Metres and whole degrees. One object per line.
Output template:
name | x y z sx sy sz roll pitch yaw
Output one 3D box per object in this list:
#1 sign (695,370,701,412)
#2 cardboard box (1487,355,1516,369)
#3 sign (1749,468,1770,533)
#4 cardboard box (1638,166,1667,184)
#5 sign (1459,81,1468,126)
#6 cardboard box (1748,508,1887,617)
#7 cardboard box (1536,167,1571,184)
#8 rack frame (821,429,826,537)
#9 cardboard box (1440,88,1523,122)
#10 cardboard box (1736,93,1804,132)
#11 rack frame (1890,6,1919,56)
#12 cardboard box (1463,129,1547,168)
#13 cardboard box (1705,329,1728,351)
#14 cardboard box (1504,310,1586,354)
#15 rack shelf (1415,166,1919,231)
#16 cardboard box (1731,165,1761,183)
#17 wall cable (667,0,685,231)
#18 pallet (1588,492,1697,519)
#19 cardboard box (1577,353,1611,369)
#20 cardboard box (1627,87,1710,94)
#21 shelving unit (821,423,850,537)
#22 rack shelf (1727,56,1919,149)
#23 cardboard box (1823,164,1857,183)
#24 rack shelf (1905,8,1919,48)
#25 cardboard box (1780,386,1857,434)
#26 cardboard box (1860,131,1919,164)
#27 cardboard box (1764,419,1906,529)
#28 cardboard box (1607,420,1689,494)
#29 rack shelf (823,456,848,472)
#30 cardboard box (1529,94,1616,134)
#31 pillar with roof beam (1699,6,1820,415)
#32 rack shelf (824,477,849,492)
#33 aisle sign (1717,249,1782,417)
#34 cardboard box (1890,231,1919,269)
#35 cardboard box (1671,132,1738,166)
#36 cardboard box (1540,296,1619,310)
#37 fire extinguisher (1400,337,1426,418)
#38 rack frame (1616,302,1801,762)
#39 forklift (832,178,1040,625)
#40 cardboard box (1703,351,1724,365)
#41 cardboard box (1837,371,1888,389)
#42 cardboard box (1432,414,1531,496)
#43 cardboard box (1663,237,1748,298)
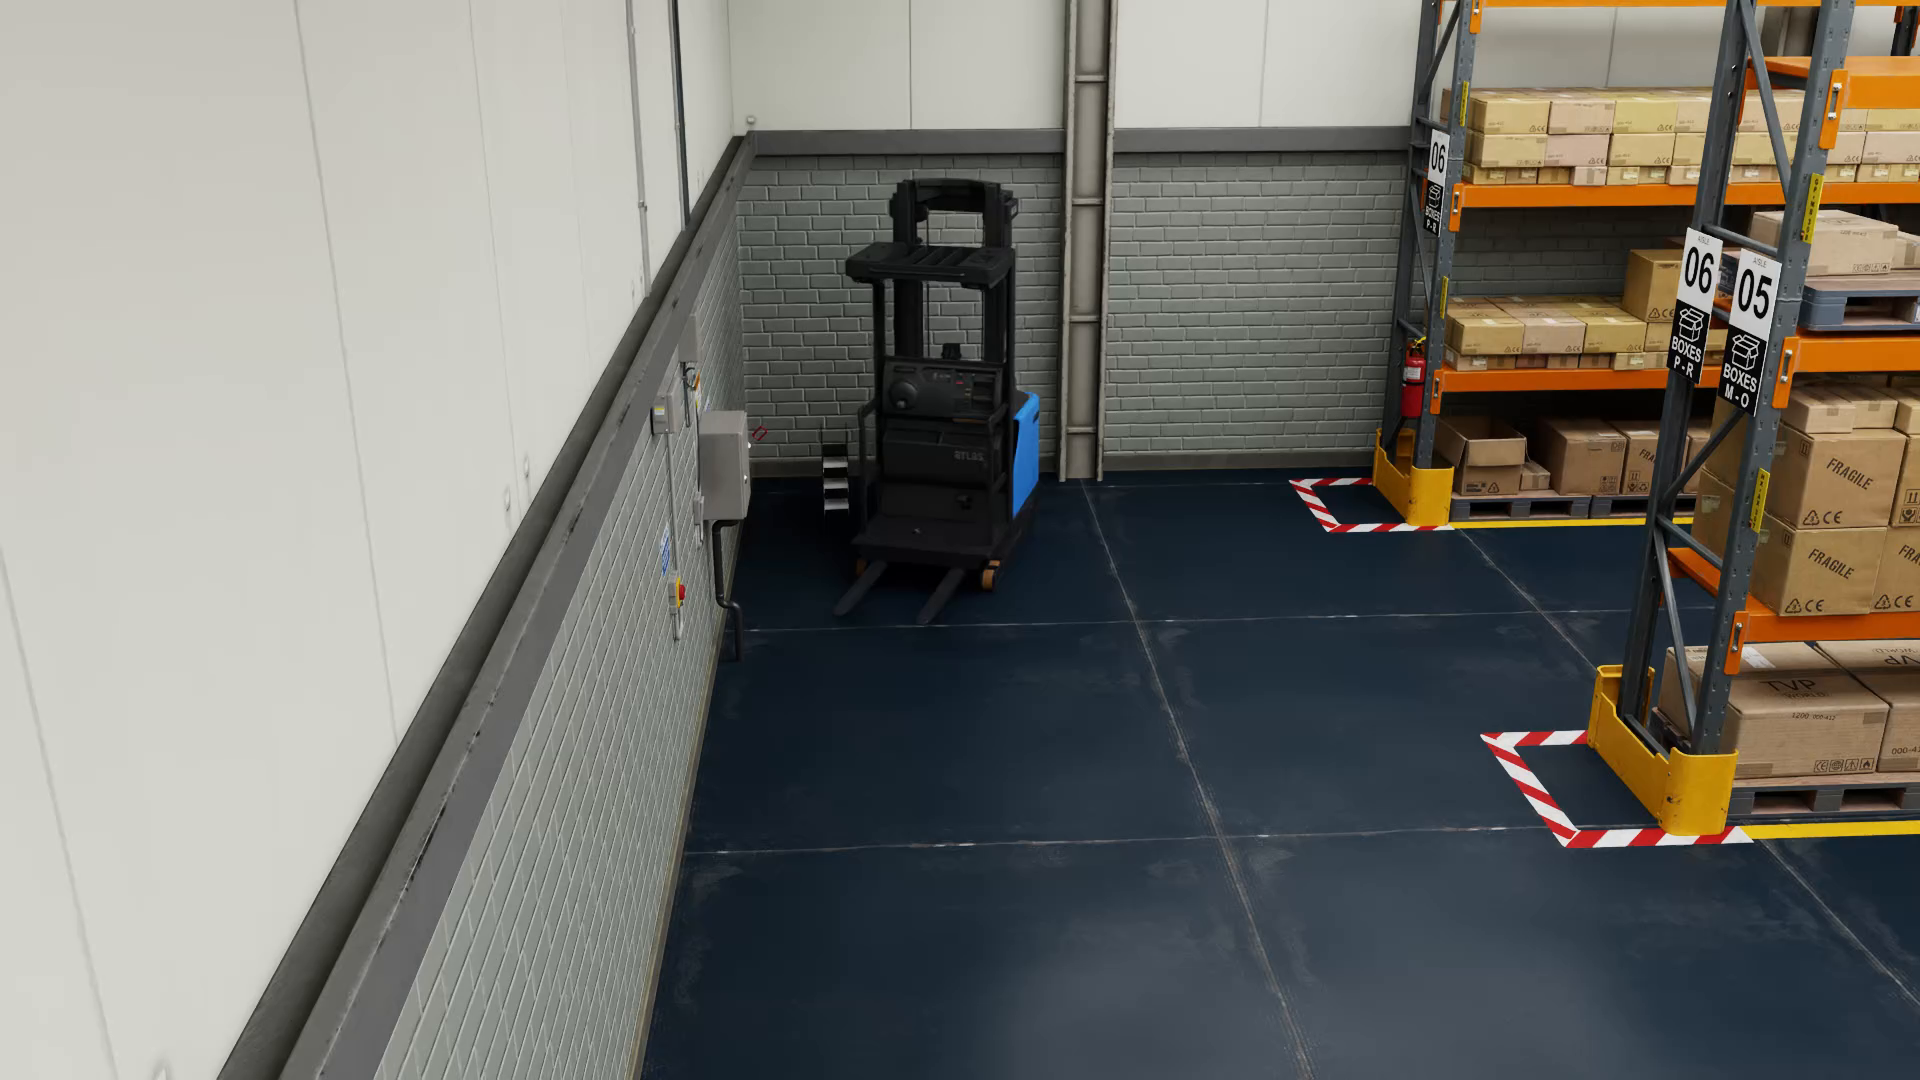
sign | -1.692 -0.948 10.735 0.001 0.242 0.339 -1 21 -3
cardboard box | 4.422 -1.536 13.794 0.250 0.149 0.380 -1 21 -2
sign | 4.139 -0.204 8.613 0.005 0.325 0.100 -1 21 -3
cardboard box | 5.435 -2.948 13.287 0.250 0.149 0.380 -1 21 -4
sign | 3.858 -3.340 12.735 0.005 0.325 0.100 -1 21 -3
cardboard box | 4.609 0.086 9.040 0.500 0.500 0.500 -1 21 -3
cardboard box | 4.676 -2.945 13.278 0.250 0.149 0.380 -1 21 -3
rack frame | -1.124 -0.491 13.645 0.006 0.900 0.240 -2 21 -6
cardboard box | 4.254 -3.536 13.566 0.500 0.250 0.500 -2 21 -5
cardboard box | 6.317 -3.392 13.189 0.500 0.250 0.500 -1 21 -2
rack frame | 7.820 -4.608 13.077 0.127 3.000 1.000 -1 21 -3
cardboard box | 4.285 -3.106 13.139 0.500 0.250 0.500 -1 21 -4
cardboard box | 6.328 -1.755 13.808 0.500 0.250 0.500 -1 21 -3
cardboard box | 4.798 -1.716 13.704 0.500 0.250 0.500 -1 21 -2
rack shelf | 5.823 -2.829 13.632 4.000 0.370 1.077 -1 21 -3
cardboard box | 6.200 -2.964 13.329 0.250 0.149 0.380 -1 21 -3
wall cable | -1.589 -2.815 8.368 0.029 3.000 2.355 -1 21 -3
pallet | 5.914 -0.461 14.537 1.213 0.211 1.003 -1 21 -3
cardboard box | 5.203 -1.545 13.816 0.250 0.149 0.380 -1 21 -2
cardboard box | 5.789 -3.561 13.632 0.500 0.250 0.500 -1 21 -3
shelving unit | -1.023 -0.495 13.656 0.210 0.900 0.258 -2 21 -6
rack shelf | 6.111 -2.281 8.538 4.000 0.370 1.077 -1 21 -3
cardboard box | 6.965 -2.970 13.344 0.250 0.149 0.380 0 21 -1
rack shelf | 9.817 -4.125 13.382 4.000 0.370 1.077 -1 21 -3
cardboard box | 4.484 -0.686 8.749 0.250 0.149 0.380 -1 21 -2
cardboard box | 7.353 -3.176 13.325 0.500 0.250 0.500 -1 21 -3
cardboard box | 4.609 -0.382 8.864 0.500 0.500 0.500 -2 21 -4
cardboard box | 5.832 -0.709 14.189 0.500 0.500 0.500 -1 21 -2
rack shelf | -1.023 -0.632 13.604 0.200 0.077 0.258 -2 21 -6
cardboard box | 4.793 -3.351 13.081 0.500 0.250 0.500 -1 21 -3
pillar with roof beam | 7.319 -3.385 9.864 0.400 9.000 9.100 -1 21 -3
rack shelf | -1.023 -0.464 13.668 0.200 0.077 0.258 -2 21 -6
aisle sign | 4.058 -1.070 8.563 0.004 0.787 0.394 -1 21 -3
cardboard box | 4.972 -1.565 8.923 0.250 0.149 0.380 -3 21 -7
cardboard box | 5.818 -3.148 13.251 0.500 0.250 0.500 -1 21 -4
cardboard box | 5.280 -1.914 14.225 0.500 0.250 0.500 -1 21 -1
fire extinguisher | 3.706 -1.345 13.572 0.183 0.674 0.296 -1 21 -3
rack frame | 4.114 0.040 9.300 0.127 3.000 1.000 -1 21 -3
forklift | -0.187 -1.134 12.479 1.130 2.935 3.031 5 21 14
cardboard box | 6.219 -1.587 13.928 0.250 0.149 0.380 -1 21 -2
cardboard box | 4.966 -0.904 9.323 0.250 0.149 0.380 -1 21 -4
cardboard box | 4.443 -0.731 14.244 0.637 0.503 0.797 -2 21 -5
cardboard box | 6.318 -2.288 14.153 0.500 0.500 0.500 -2 21 -5
